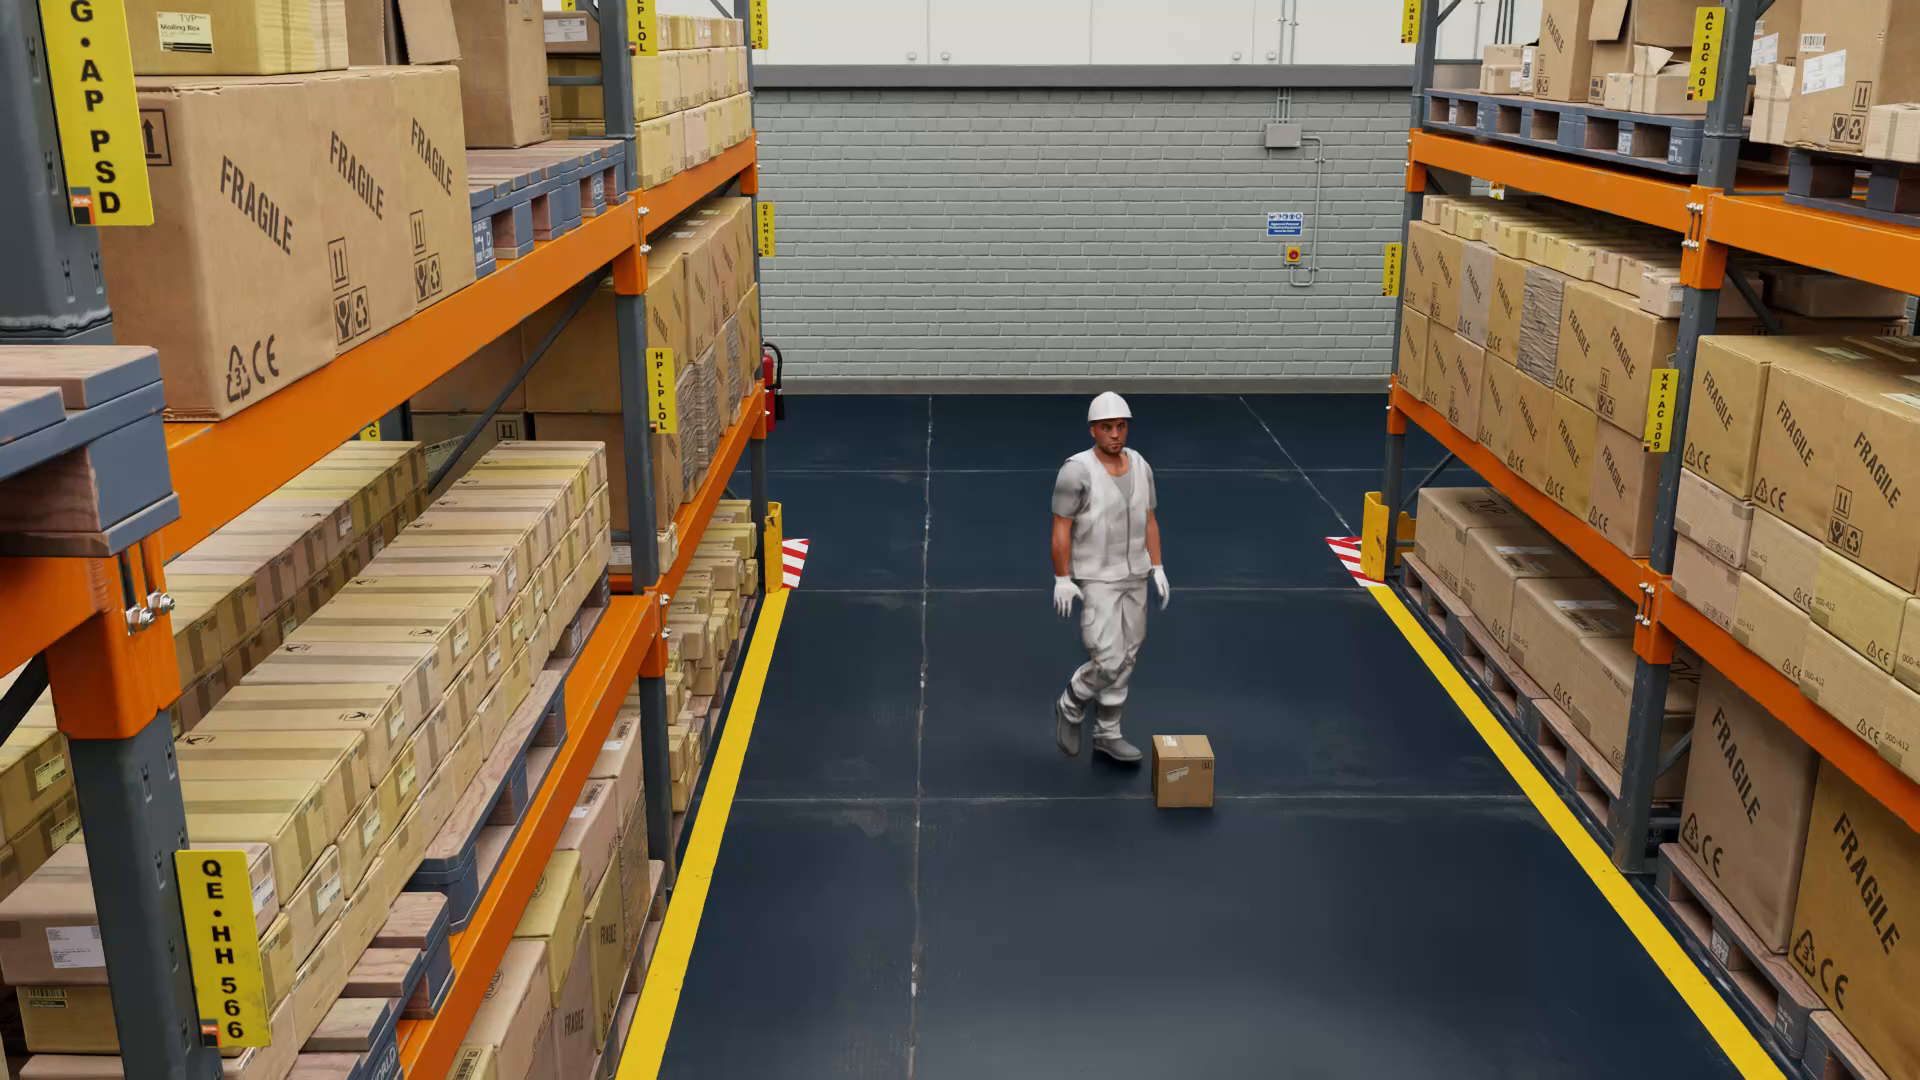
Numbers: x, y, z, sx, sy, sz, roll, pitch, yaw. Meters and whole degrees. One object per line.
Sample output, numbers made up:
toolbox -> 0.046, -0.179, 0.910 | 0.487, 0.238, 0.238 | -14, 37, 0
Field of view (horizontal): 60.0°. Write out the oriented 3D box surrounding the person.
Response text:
person -> 0.716, 0.193, 7.794 | 0.550, 1.785, 0.472 | -12, 21, -34
